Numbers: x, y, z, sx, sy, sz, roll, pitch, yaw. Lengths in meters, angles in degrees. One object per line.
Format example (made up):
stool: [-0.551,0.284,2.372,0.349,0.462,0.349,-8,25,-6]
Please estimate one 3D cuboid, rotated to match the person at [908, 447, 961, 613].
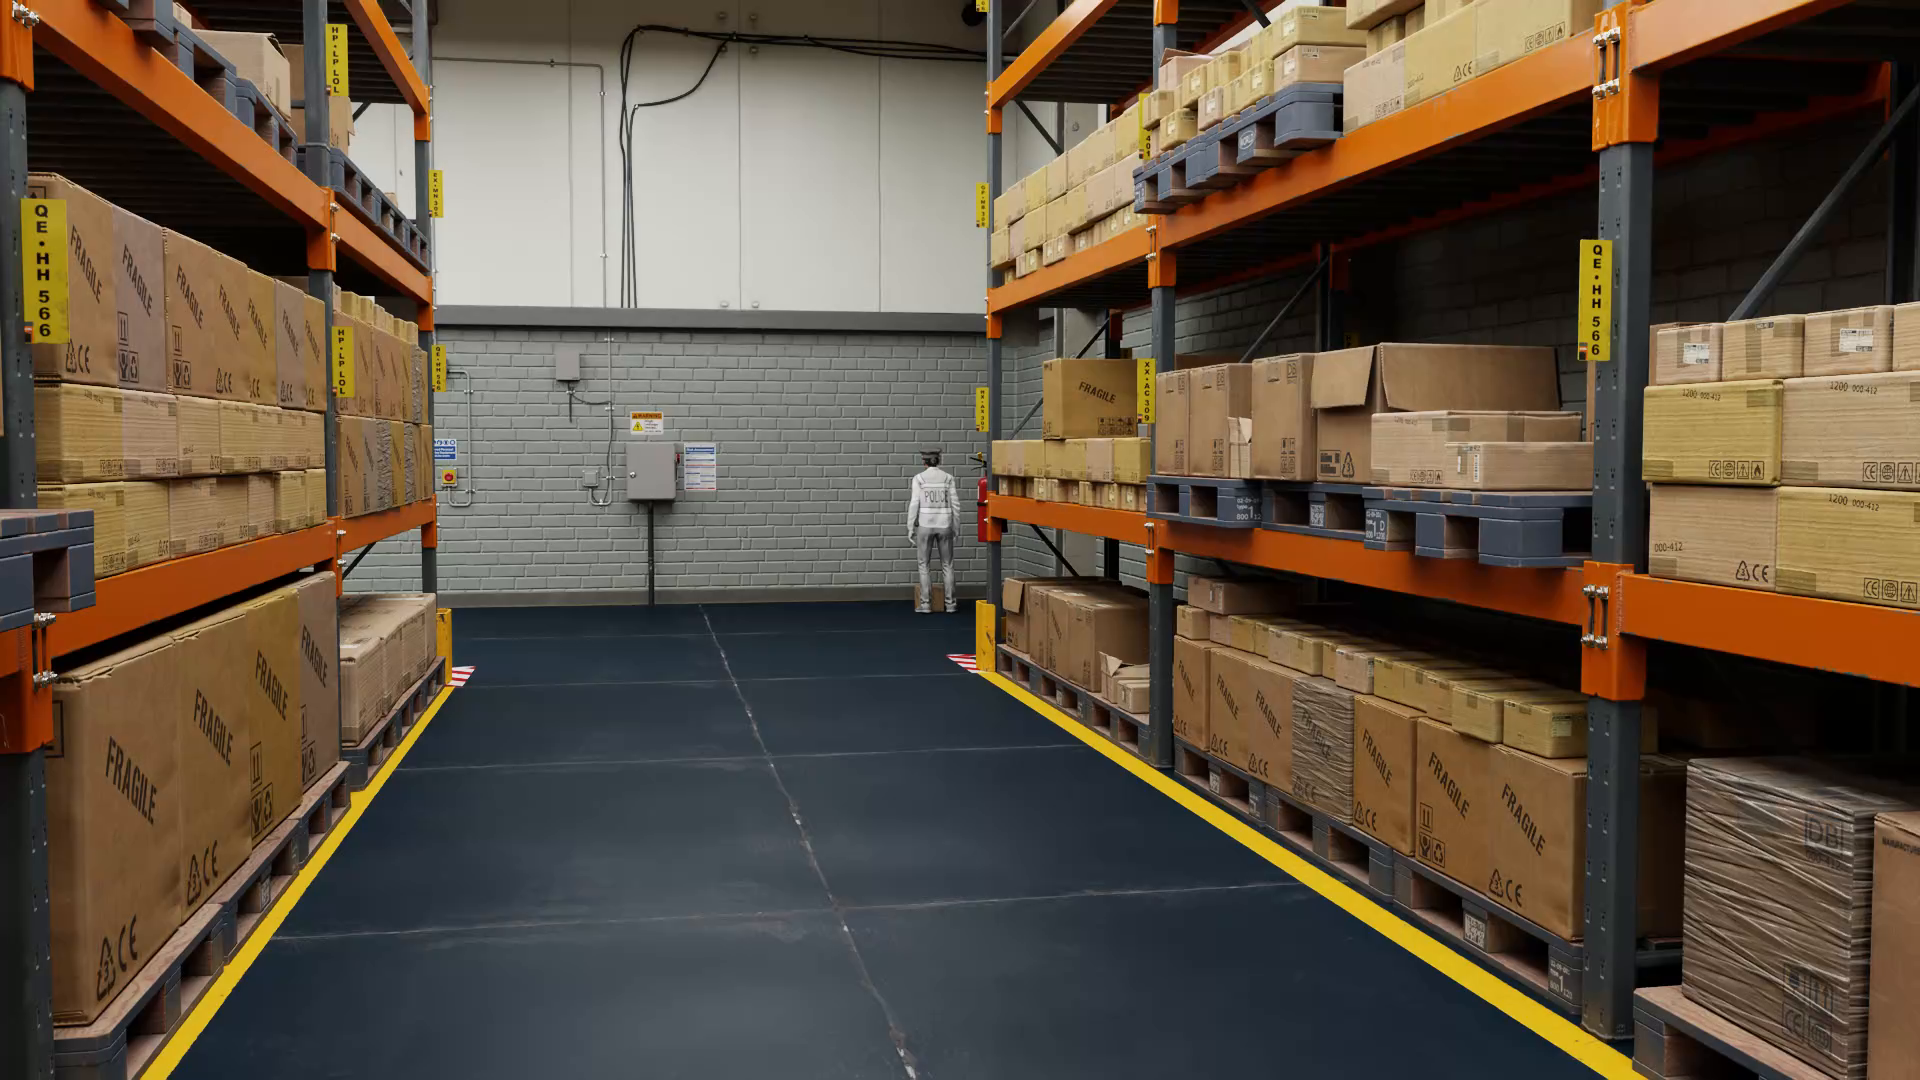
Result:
person: [-0.260,-0.100,16.627,0.535,1.663,0.379,-1,3,-12]
